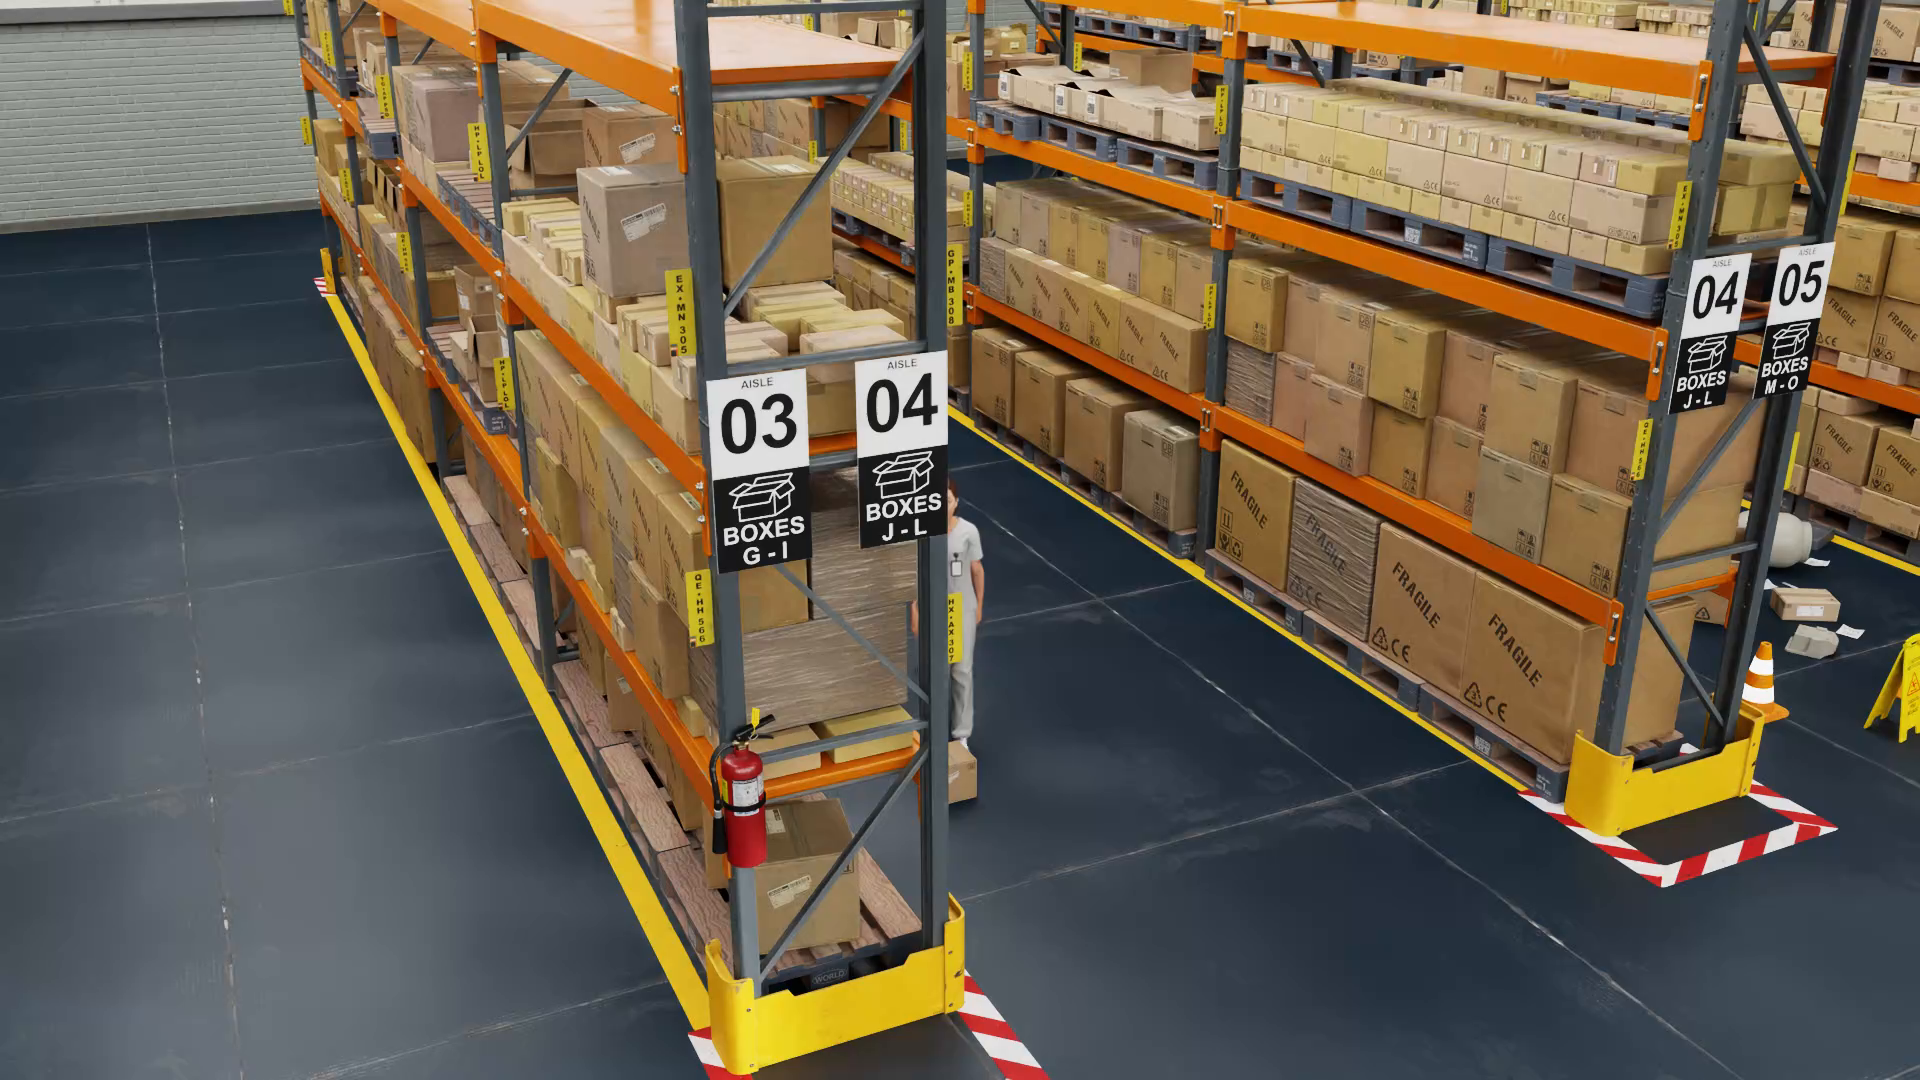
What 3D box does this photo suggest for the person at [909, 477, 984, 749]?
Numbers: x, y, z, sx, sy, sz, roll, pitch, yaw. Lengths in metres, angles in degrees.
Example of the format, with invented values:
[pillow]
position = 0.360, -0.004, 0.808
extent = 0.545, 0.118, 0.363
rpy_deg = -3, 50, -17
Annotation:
[person]
position = -0.086, 0.412, 9.994
extent = 0.457, 1.646, 0.769
rpy_deg = 3, 22, 7
